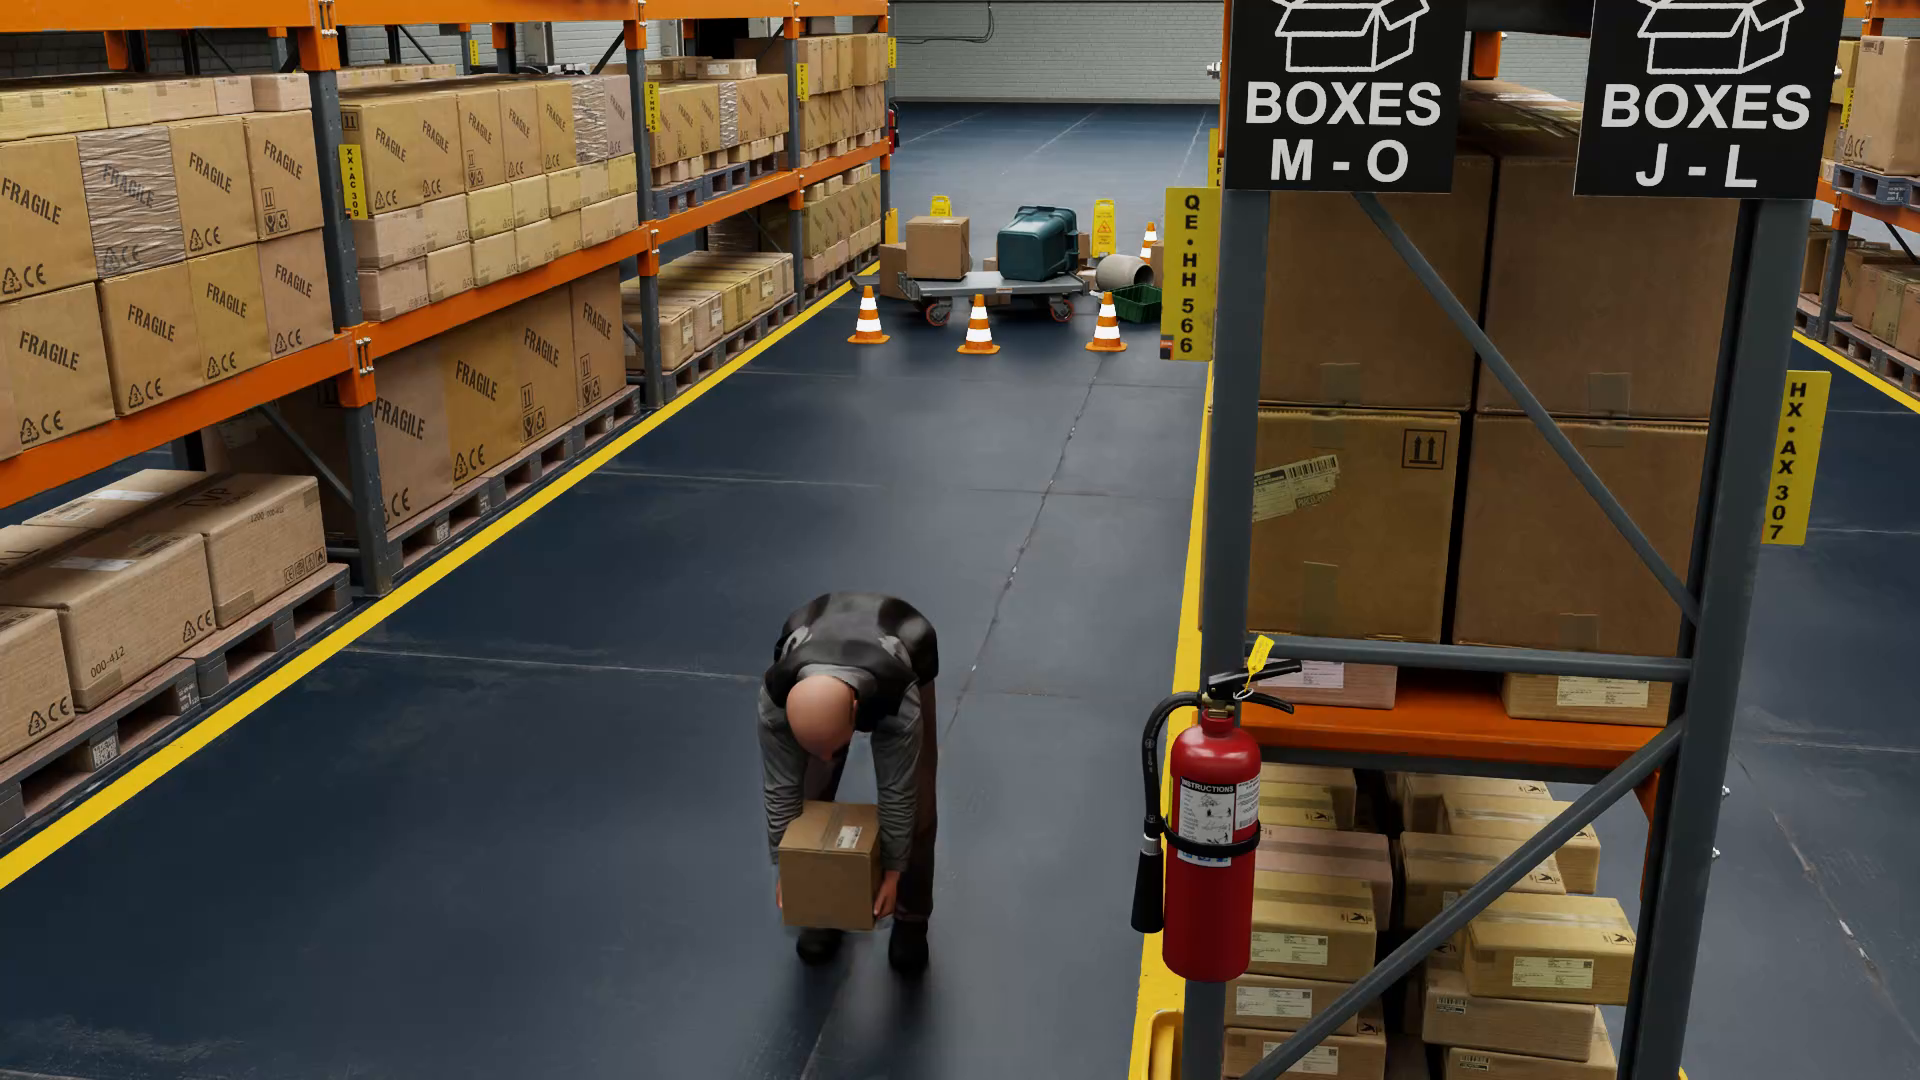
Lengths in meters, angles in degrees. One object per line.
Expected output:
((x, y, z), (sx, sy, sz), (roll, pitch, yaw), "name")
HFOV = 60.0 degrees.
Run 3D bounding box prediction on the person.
((-0.280, 0.430, 4.760), (0.495, 1.720, 0.557), (3, 18, 8), "person")
